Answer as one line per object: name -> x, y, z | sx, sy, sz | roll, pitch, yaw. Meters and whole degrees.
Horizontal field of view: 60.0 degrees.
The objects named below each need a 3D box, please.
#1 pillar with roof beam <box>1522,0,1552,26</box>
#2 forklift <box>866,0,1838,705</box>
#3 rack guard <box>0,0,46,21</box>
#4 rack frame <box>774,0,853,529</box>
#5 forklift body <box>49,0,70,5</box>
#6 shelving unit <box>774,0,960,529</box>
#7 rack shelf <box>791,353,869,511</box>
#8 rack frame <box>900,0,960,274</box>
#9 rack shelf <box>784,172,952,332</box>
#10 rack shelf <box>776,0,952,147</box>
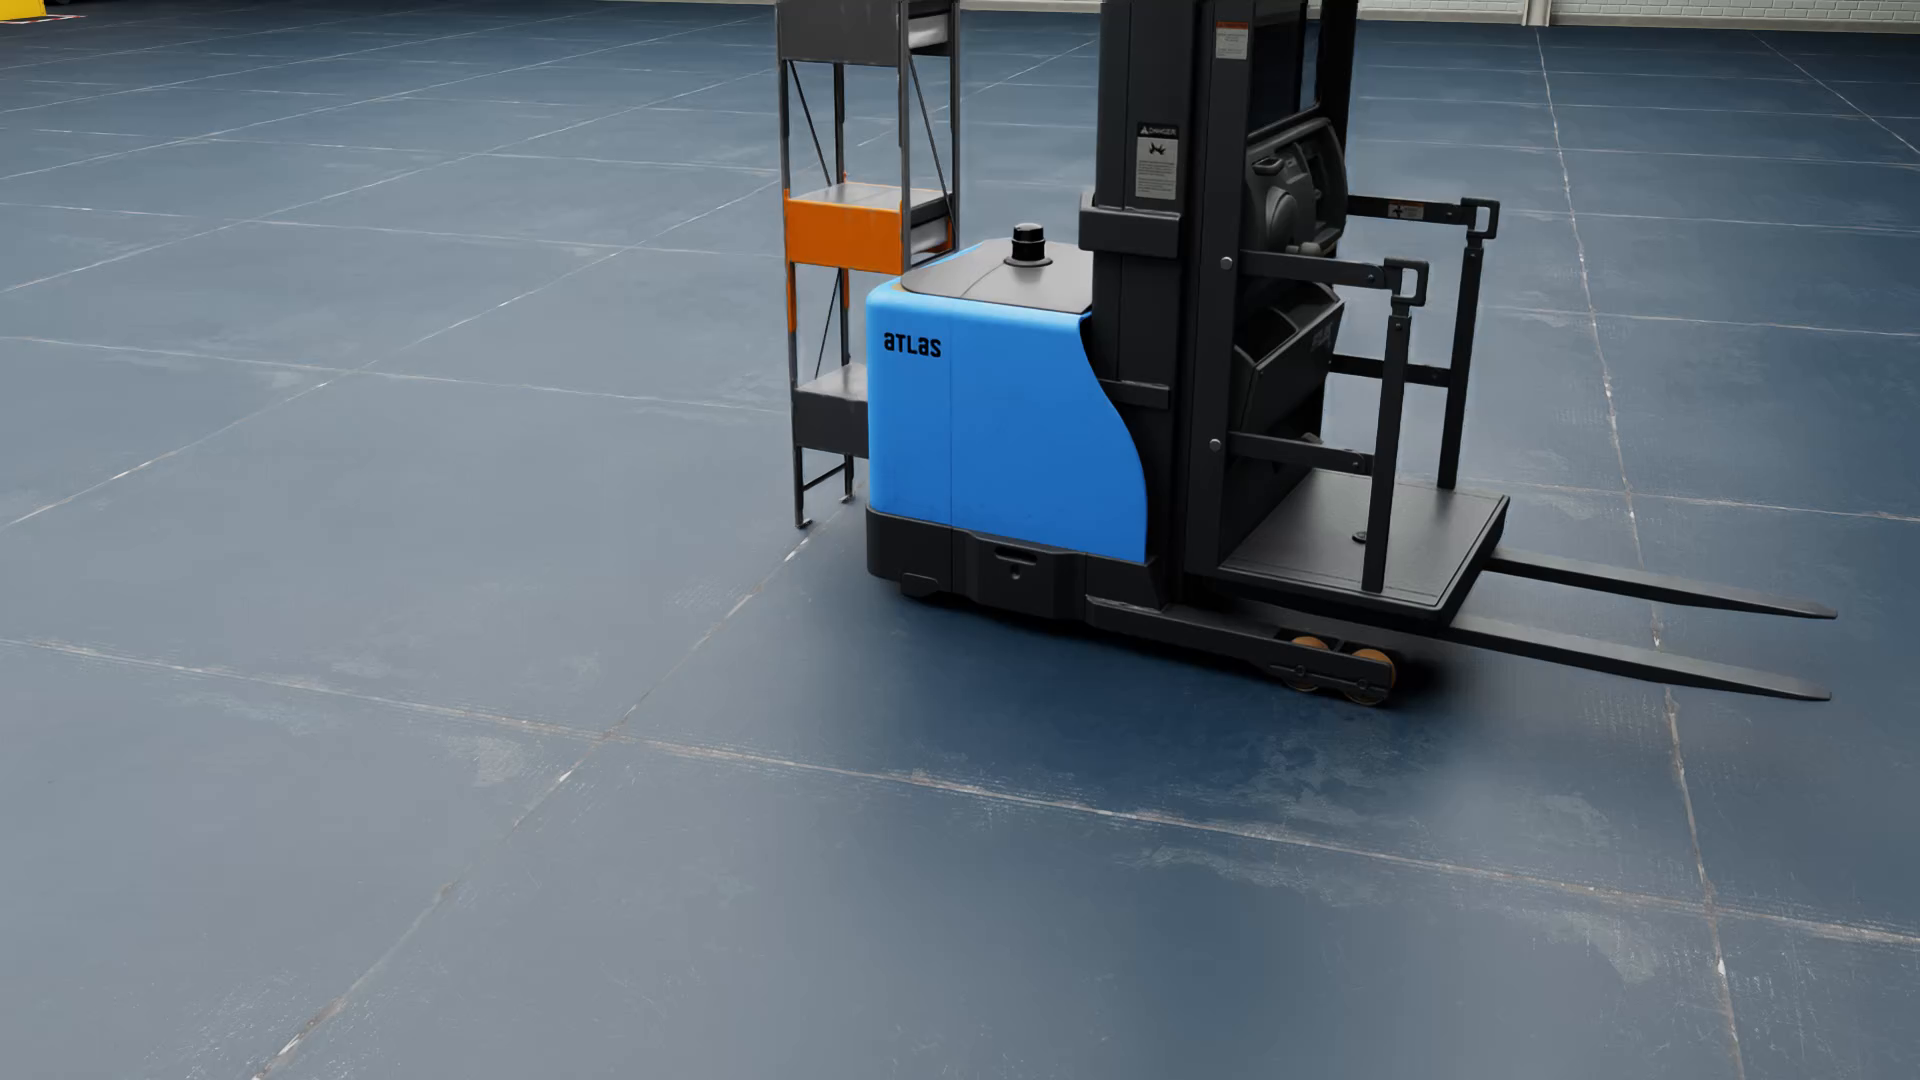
pillar with roof beam -> 7.617, -10.534, 20.093 | 0.400, 9.000, 9.100 | 7, 23, 16
forklift -> 1.221, -1.085, 5.053 | 3.031, 2.935, 1.130 | 11, 25, 25
rack guard -> -15.213, -8.598, 26.571 | 0.348, 0.500, 1.175 | 7, 23, 16
rack frame -> -0.532, -1.082, 6.140 | 0.015, 2.100, 0.400 | 11, 25, 26
forklift body -> -16.052, -10.702, 29.526 | 1.214, 2.155, 2.313 | 7, 23, 16
shelving unit -> -0.316, -1.039, 6.035 | 0.503, 2.100, 0.431 | 11, 25, 26
rack shelf -> -0.316, -0.378, 6.306 | 0.480, 0.518, 0.431 | 11, 25, 26
rack frame -> -0.100, -0.995, 5.930 | 0.015, 2.100, 0.400 | 11, 25, 26
rack shelf -> -0.316, -1.026, 6.040 | 0.480, 0.518, 0.431 | 11, 25, 26
rack shelf -> -0.316, -1.674, 5.775 | 0.480, 0.518, 0.431 | 11, 25, 26
